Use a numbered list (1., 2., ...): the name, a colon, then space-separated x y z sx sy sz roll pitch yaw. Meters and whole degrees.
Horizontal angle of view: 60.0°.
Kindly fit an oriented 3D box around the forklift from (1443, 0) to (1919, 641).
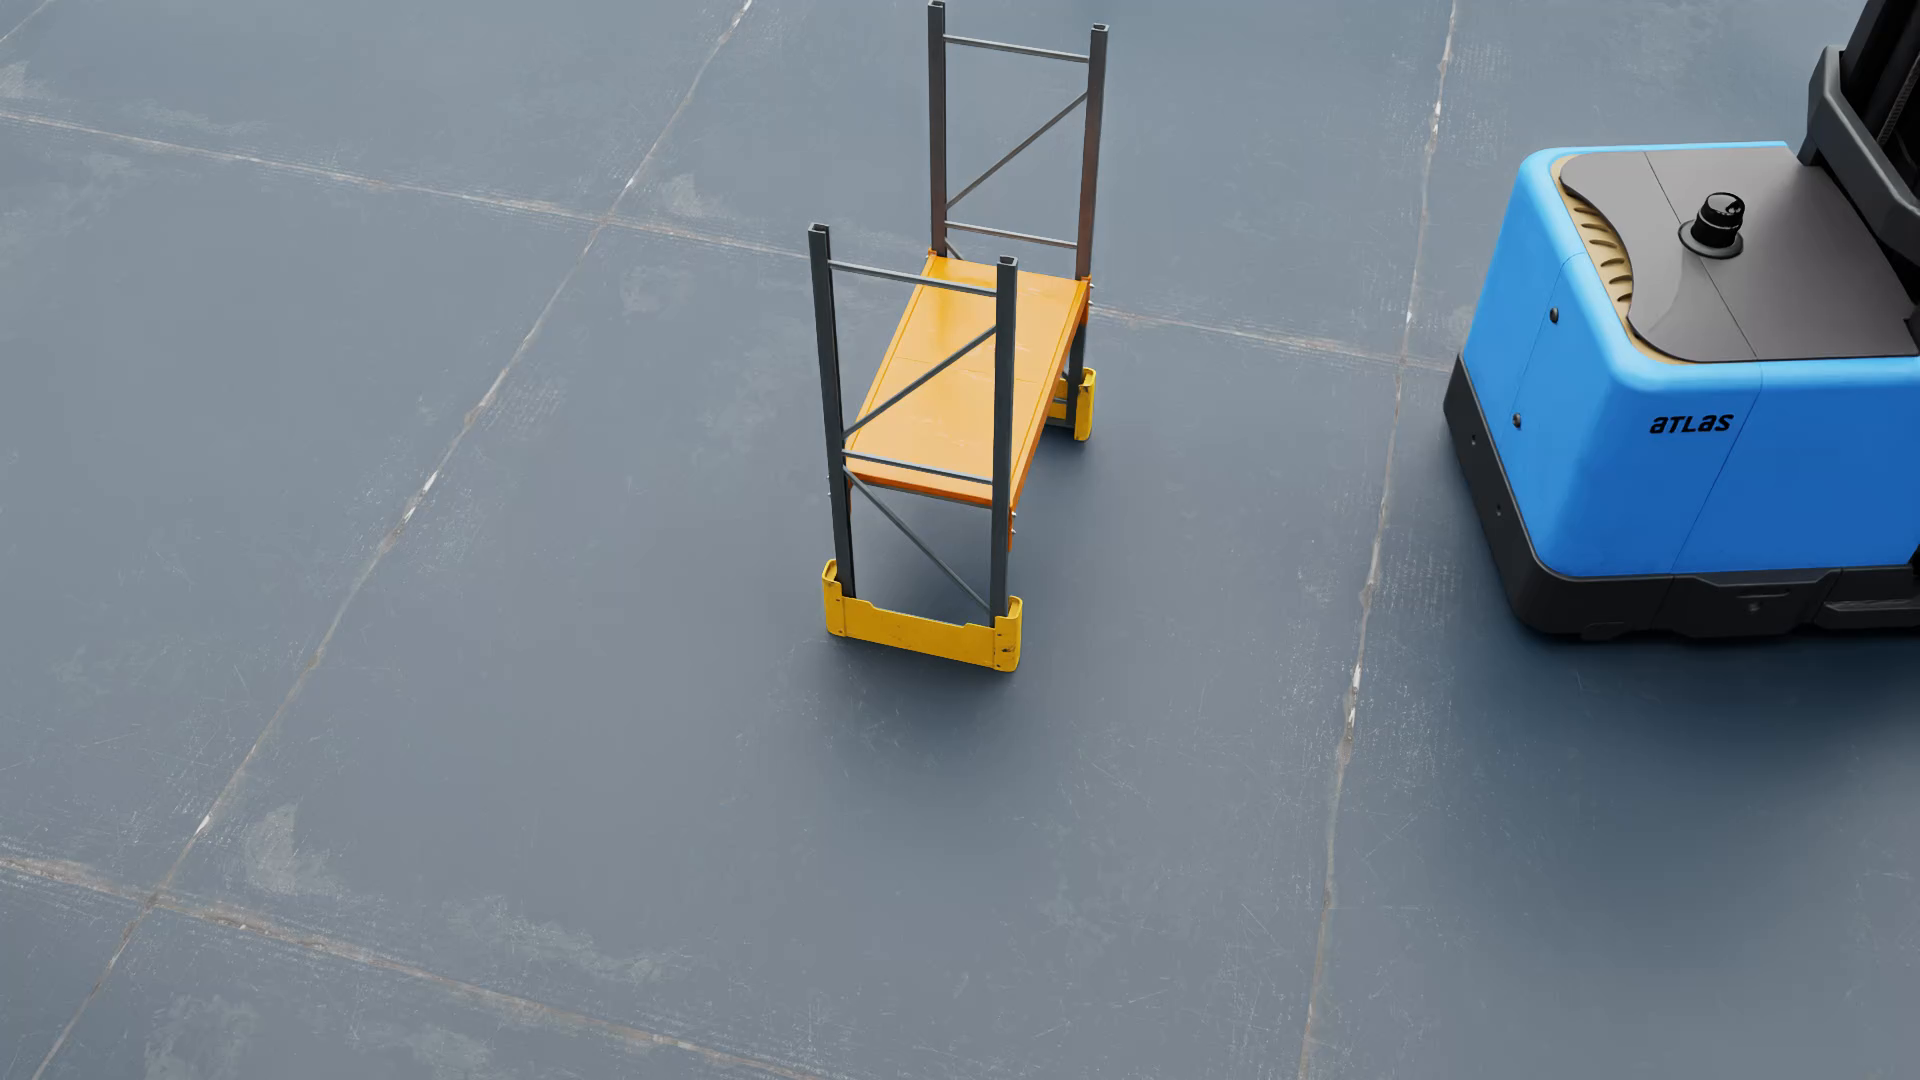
1. forklift: 3.143 -1.094 4.261 3.031 2.935 1.130 -2 49 -2

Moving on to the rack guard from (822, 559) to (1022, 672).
1. rack guard: -0.111 0.222 4.887 0.587 0.250 0.087 12 50 10

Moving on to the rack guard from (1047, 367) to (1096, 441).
1. rack guard: 0.151 -0.498 5.523 0.587 0.250 0.087 12 50 10

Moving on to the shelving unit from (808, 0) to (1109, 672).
1. shelving unit: 0.020 -0.551 4.736 0.587 1.500 1.083 12 50 10

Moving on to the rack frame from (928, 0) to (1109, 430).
1. rack frame: 0.156 -0.926 5.067 0.500 1.500 0.032 12 50 10

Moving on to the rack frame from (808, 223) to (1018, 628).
1. rack frame: -0.111 -0.190 4.418 0.500 1.500 0.032 12 50 10

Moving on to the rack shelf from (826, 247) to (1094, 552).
1. rack shelf: 0.022 -0.439 4.877 0.538 0.185 1.000 12 50 10
